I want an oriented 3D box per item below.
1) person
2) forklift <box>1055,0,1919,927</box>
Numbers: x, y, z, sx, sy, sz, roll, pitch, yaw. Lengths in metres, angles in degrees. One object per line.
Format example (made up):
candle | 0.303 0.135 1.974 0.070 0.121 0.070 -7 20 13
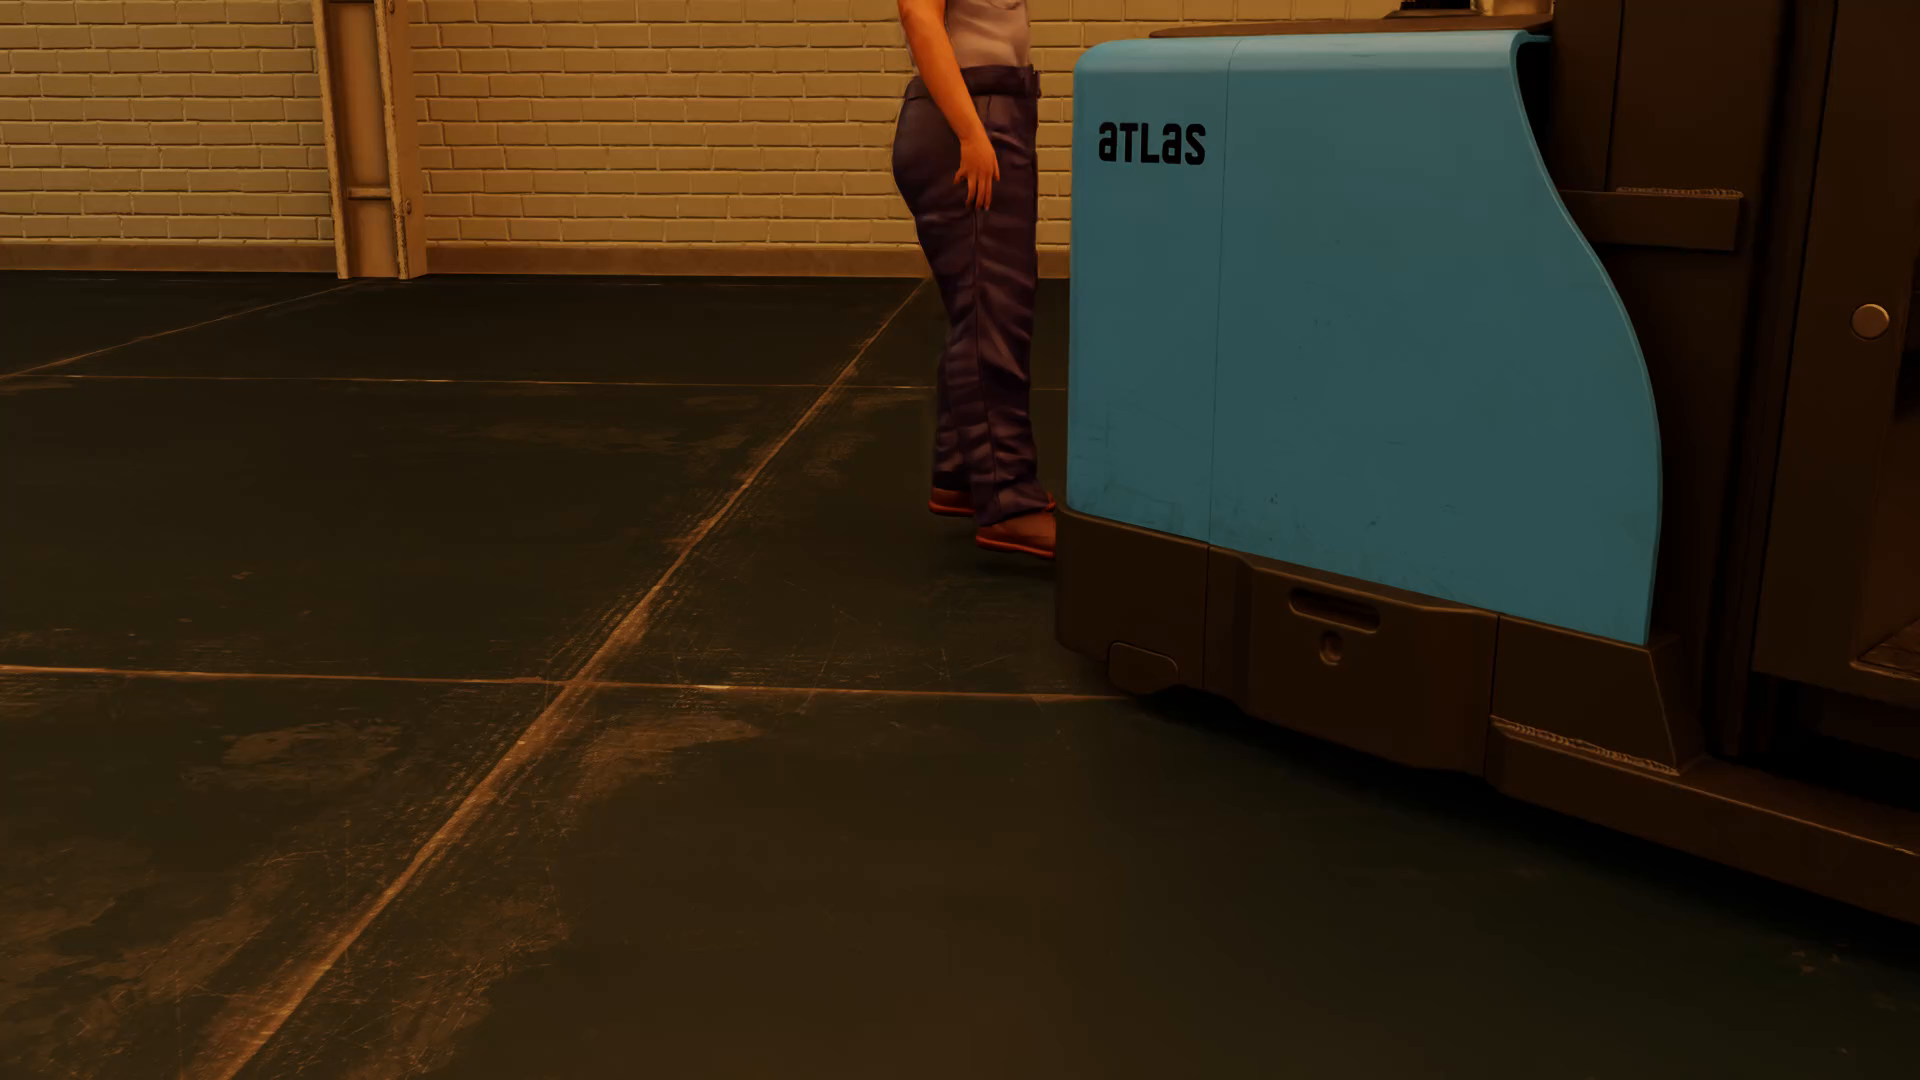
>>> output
person | 0.104 -0.828 3.577 0.498 1.650 0.623 2 15 6
forklift | 1.555 -0.986 1.853 1.130 2.935 3.031 -14 21 -42
